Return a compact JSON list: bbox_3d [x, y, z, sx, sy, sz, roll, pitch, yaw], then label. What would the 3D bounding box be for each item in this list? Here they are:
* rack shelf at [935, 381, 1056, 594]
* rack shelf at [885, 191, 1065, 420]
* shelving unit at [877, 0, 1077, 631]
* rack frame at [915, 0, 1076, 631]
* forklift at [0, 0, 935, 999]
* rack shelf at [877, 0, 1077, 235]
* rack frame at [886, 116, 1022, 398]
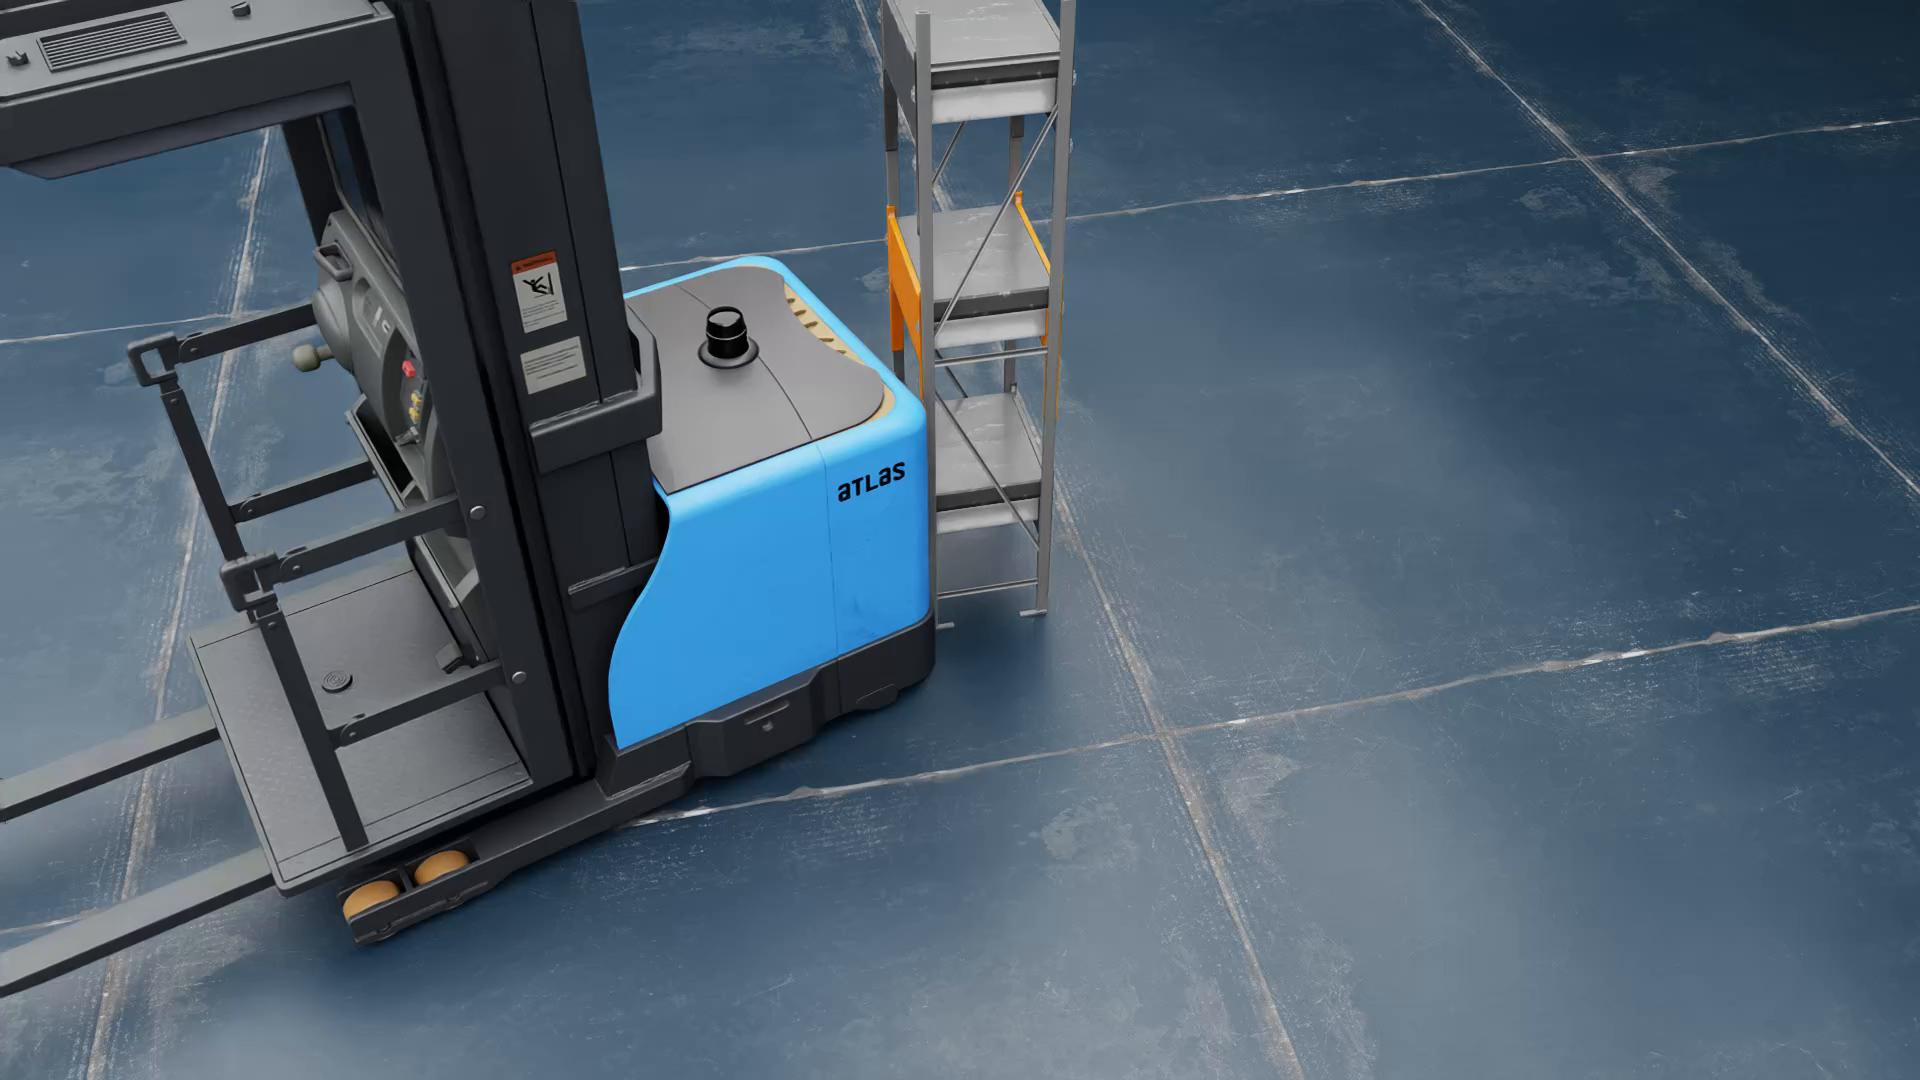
[{"bbox_3d":[0.036,-0.144,5.406,0.431,0.518,0.480,-8,42,-9],"label":"rack shelf"},{"bbox_3d":[0.036,-0.668,4.941,0.431,0.518,0.480,-8,42,-9],"label":"rack shelf"},{"bbox_3d":[0.036,-0.678,4.932,0.431,2.100,0.503,-8,42,-9],"label":"shelving unit"},{"bbox_3d":[0.088,-0.520,4.754,0.400,2.100,0.015,-8,42,-9],"label":"rack frame"},{"bbox_3d":[-1.602,-0.411,4.005,3.031,2.935,1.130,-22,46,-23],"label":"forklift"},{"bbox_3d":[0.036,-1.191,4.476,0.431,0.518,0.480,-8,42,-9],"label":"rack shelf"},{"bbox_3d":[-0.017,-0.836,5.110,0.400,2.100,0.015,-8,42,-9],"label":"rack frame"}]
